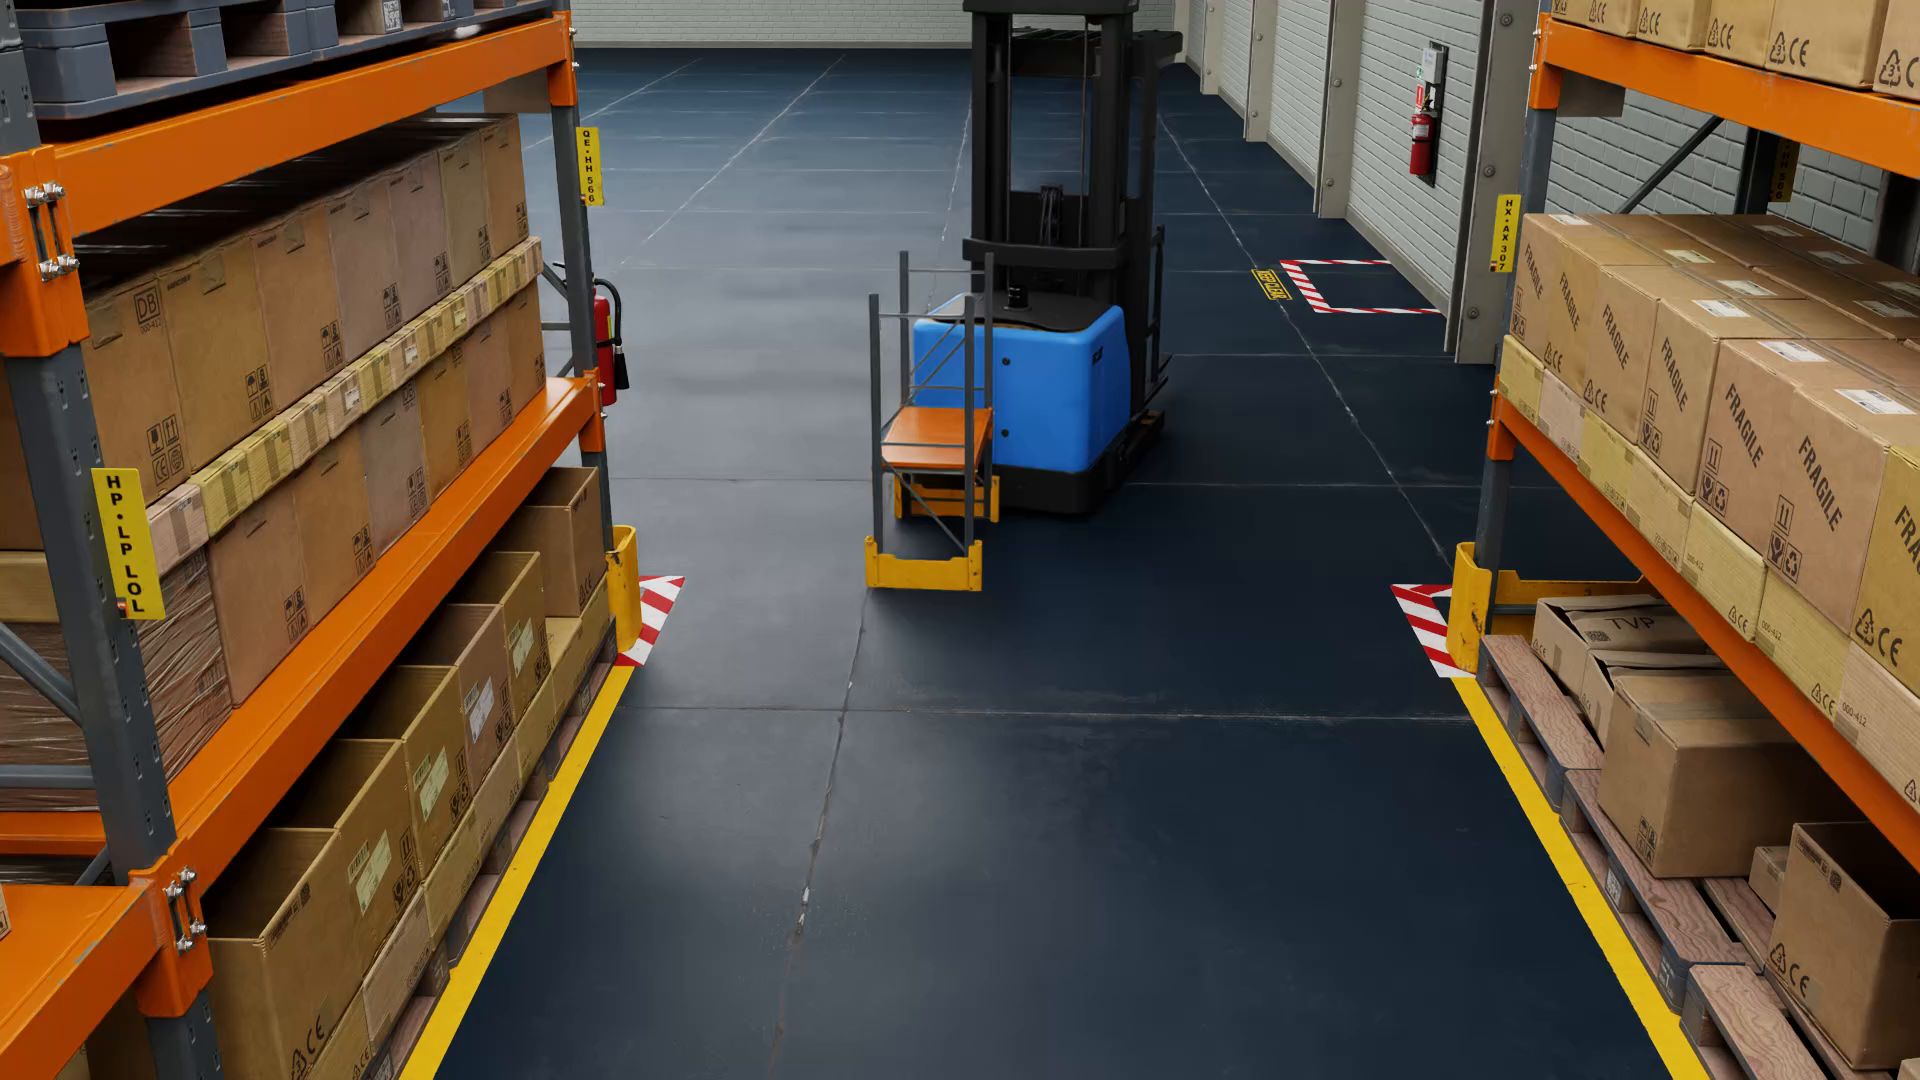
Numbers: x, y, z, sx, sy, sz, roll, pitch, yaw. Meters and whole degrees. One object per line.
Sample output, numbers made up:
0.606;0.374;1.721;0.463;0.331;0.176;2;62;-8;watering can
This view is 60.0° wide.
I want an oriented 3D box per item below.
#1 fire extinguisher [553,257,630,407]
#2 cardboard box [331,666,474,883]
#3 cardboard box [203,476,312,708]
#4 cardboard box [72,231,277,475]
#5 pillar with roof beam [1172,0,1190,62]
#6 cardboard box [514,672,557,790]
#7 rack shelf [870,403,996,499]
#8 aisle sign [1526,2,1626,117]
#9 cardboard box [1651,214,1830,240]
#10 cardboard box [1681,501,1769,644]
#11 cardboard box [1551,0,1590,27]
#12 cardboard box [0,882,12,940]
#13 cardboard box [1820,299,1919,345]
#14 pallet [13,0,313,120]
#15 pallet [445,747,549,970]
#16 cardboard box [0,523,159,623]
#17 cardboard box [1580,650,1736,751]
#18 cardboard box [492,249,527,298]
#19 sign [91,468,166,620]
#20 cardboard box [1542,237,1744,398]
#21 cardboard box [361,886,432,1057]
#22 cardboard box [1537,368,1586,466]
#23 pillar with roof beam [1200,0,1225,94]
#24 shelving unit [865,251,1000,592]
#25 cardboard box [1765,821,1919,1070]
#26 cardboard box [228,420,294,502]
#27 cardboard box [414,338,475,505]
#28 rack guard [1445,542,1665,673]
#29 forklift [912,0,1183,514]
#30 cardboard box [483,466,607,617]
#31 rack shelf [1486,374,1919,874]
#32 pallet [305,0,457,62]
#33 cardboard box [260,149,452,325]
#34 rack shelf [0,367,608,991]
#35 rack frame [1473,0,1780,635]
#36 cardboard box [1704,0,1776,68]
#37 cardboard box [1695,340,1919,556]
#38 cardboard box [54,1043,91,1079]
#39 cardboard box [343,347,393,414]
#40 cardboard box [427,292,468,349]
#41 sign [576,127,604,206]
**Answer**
-1.638;-0.937;7.404;0.296;0.674;0.183;1;21;2;fire extinguisher
-1.870;0.722;5.206;0.500;0.500;0.500;1;21;2;cardboard box
-2.210;0.113;4.453;0.700;0.500;0.500;0;21;1;cardboard box
-2.206;-0.484;4.197;0.700;0.500;0.500;1;21;1;cardboard box
0.299;-14.311;33.472;9.100;9.000;0.400;1;21;2;pillar with roof beam
-1.843;0.710;6.274;0.500;0.250;0.500;1;21;2;cardboard box
-0.127;-0.477;8.681;0.538;0.185;1.000;2;21;6;rack shelf
2.548;-2.124;6.761;0.394;0.787;0.004;1;21;2;aisle sign
3.044;-0.998;6.599;0.500;0.500;0.500;0;21;1;cardboard box
2.459;0.088;4.835;0.500;0.250;0.500;1;21;1;cardboard box
2.586;-2.218;6.287;0.500;0.500;0.500;1;21;3;cardboard box
-2.199;0.759;3.133;0.500;0.250;0.500;2;21;5;cardboard box
2.992;-0.448;5.179;0.500;0.500;0.500;1;21;2;cardboard box
-2.227;-1.155;3.835;1.003;0.211;1.213;1;21;2;pallet
-2.127;1.081;5.950;1.003;0.211;1.213;1;21;2;pallet
-2.025;0.067;3.675;0.380;0.149;0.250;1;21;2;cardboard box
2.718;0.621;6.389;0.500;0.311;0.500;2;21;6;cardboard box
-1.933;-1.050;6.552;0.380;0.149;0.250;1;21;3;cardboard box
-1.685;0.010;3.364;0.100;0.325;0.005;1;21;2;sign
2.506;-0.823;6.147;0.500;0.500;0.500;1;21;2;cardboard box
-1.890;1.252;4.876;0.500;0.250;0.500;1;21;2;cardboard box
2.512;-0.461;6.250;0.500;0.250;0.500;0;21;0;cardboard box
0.116;-12.141;27.880;9.100;9.000;0.400;1;21;2;pillar with roof beam
-0.128;-0.641;8.607;0.587;1.500;1.083;2;21;6;shelving unit
2.716;1.149;4.769;0.500;0.500;0.500;-1;21;-2;cardboard box
-2.005;-0.212;4.394;0.380;0.149;0.250;0;21;1;cardboard box
-2.165;-0.444;5.888;0.700;0.500;0.500;1;21;2;cardboard box
2.844;0.311;7.537;1.175;0.500;0.348;1;21;2;rack guard
0.689;-2.012;10.164;1.130;2.935;3.031;7;22;18;forklift
-1.824;-0.002;7.071;0.500;0.500;0.500;1;21;2;cardboard box
2.785;0.176;5.422;1.077;0.370;4.000;1;21;2;rack shelf
-2.187;-1.595;4.968;1.003;0.211;1.213;1;21;2;pallet
-2.159;-1.027;5.596;0.700;0.500;0.500;1;21;2;cardboard box
-2.166;0.123;5.559;1.077;0.370;4.000;1;21;2;rack shelf
2.846;-0.882;7.156;1.000;3.000;0.127;1;21;2;rack frame
2.527;-1.643;4.804;0.500;0.500;0.500;2;21;5;cardboard box
2.465;-0.262;4.700;0.500;0.500;0.500;0;21;0;cardboard box
-2.432;1.427;4.425;0.500;0.250;0.500;1;21;2;cardboard box
-1.982;-0.493;5.119;0.380;0.149;0.250;0;21;1;cardboard box
-1.958;-0.771;5.835;0.380;0.149;0.250;1;21;3;cardboard box
-1.564;-1.575;7.012;0.100;0.325;0.005;1;21;2;sign
